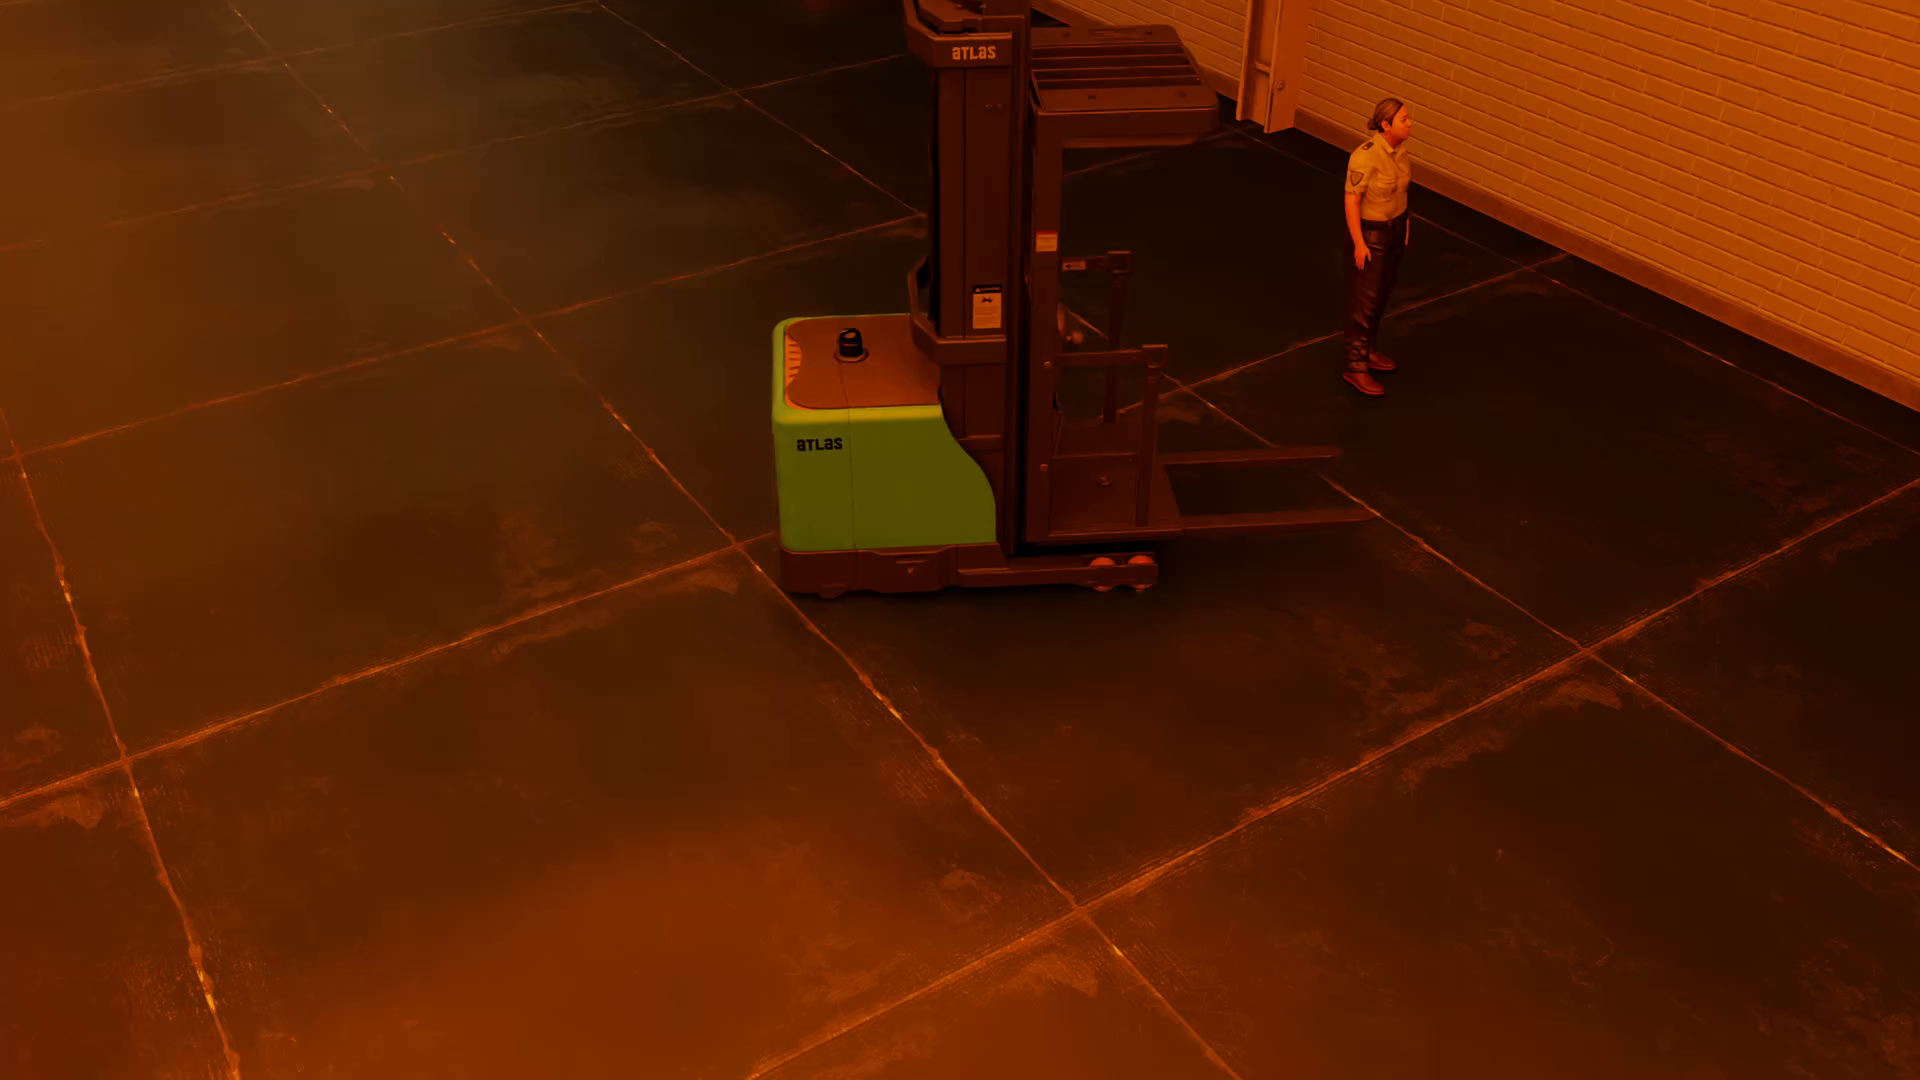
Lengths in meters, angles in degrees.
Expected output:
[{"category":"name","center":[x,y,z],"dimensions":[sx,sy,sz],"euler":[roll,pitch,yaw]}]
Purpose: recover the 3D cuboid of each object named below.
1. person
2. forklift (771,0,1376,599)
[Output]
[{"category":"person","center":[2.499,-1.729,9.712],"dimensions":[0.504,1.650,0.596],"euler":[28,44,34]},{"category":"forklift","center":[0.585,-1.248,7.923],"dimensions":[3.031,2.935,1.130],"euler":[-3,35,-4]}]
